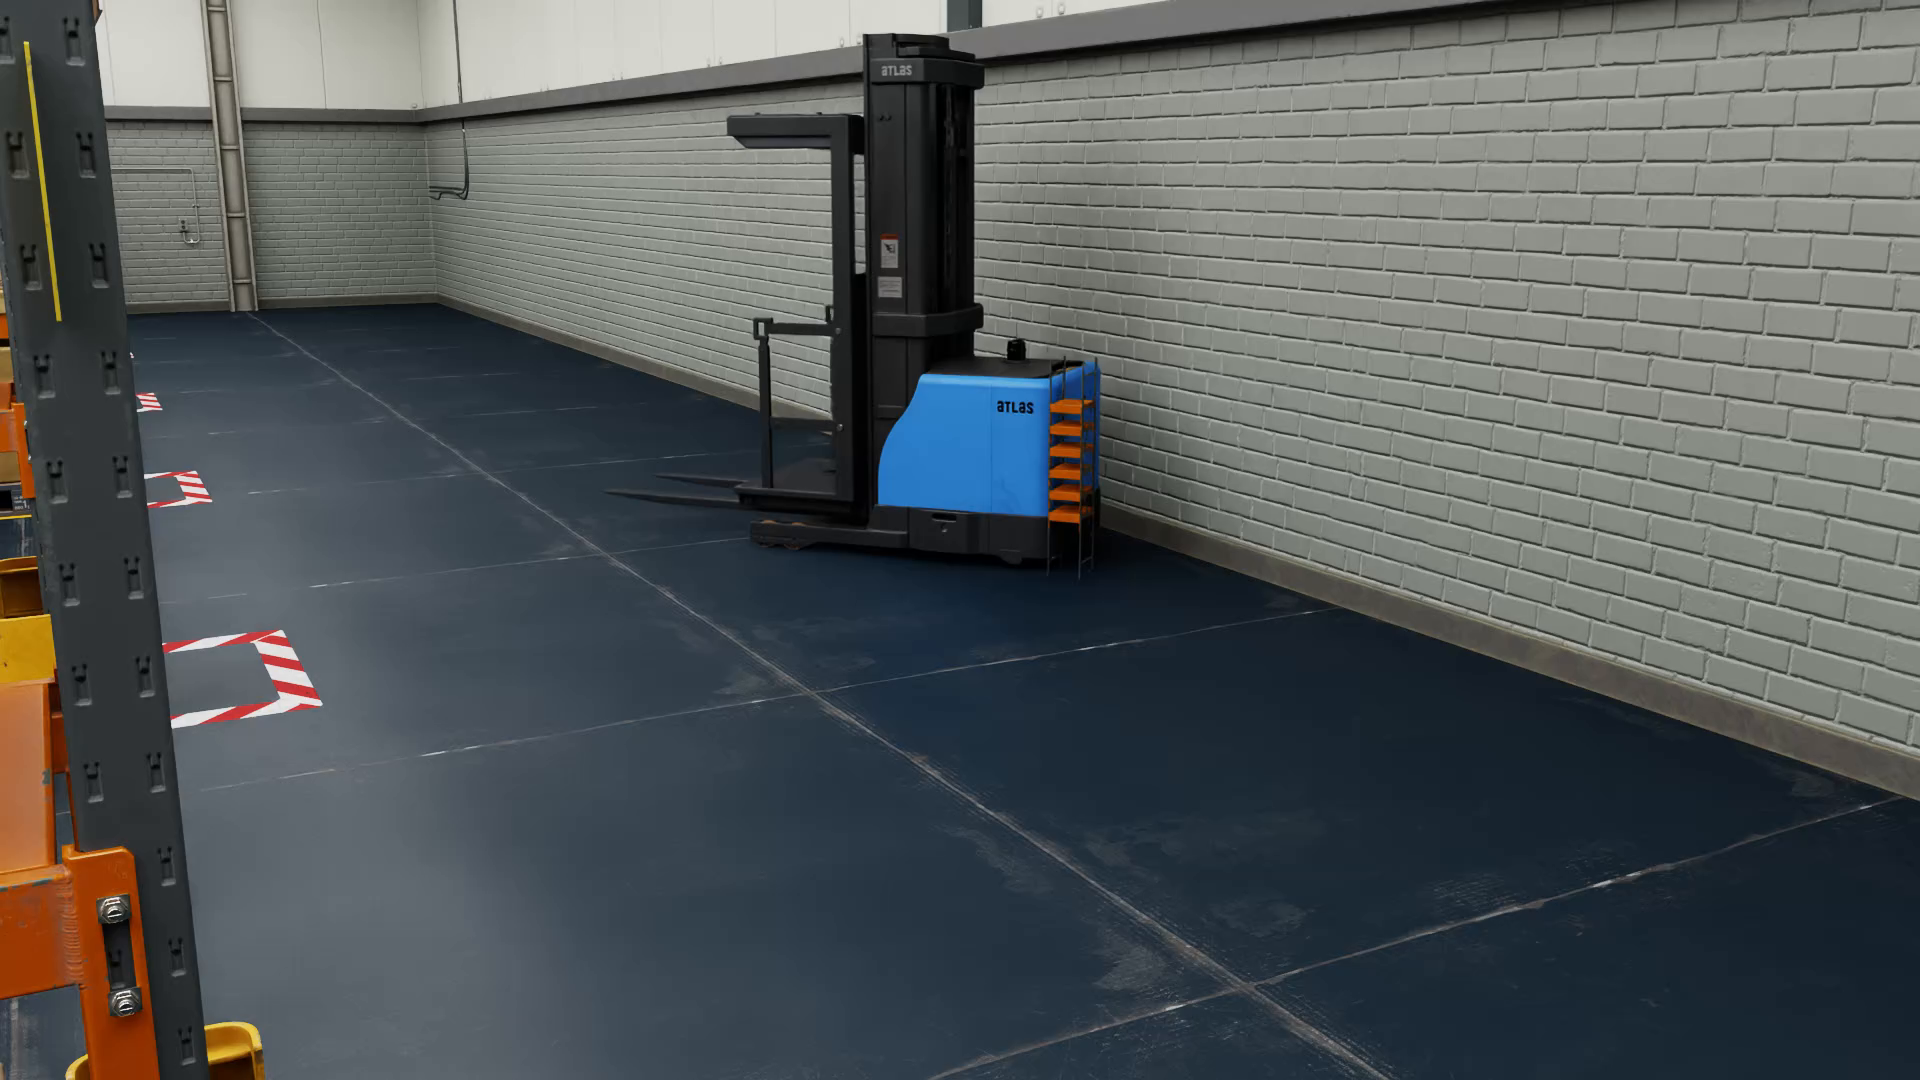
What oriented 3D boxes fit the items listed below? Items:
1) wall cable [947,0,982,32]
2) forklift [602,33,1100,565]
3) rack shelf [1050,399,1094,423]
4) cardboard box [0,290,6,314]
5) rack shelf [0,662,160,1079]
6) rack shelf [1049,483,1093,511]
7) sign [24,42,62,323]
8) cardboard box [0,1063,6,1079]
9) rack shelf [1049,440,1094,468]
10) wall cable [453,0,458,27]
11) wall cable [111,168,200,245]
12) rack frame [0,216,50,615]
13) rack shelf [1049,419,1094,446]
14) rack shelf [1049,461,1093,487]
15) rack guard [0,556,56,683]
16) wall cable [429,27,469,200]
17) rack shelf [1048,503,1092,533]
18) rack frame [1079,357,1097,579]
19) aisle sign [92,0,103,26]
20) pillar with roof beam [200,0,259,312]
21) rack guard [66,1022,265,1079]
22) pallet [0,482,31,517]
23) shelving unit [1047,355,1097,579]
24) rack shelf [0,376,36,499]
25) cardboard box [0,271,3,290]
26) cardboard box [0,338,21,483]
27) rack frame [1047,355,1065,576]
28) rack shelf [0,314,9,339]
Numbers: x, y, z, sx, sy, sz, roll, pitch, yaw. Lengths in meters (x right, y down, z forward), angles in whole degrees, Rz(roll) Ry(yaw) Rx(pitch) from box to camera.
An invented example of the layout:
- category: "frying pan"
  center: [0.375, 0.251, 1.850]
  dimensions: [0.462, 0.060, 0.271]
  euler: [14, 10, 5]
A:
- category: "wall cable"
  center: [0.509, -6.192, 9.801]
  dimensions: [0.120, 5.999, 2.277]
  euler: [-7, 14, -28]
- category: "forklift"
  center: [-0.719, -1.471, 9.968]
  dimensions: [3.031, 2.935, 1.130]
  euler: [5, 14, 20]
- category: "rack shelf"
  center: [0.618, -0.709, 9.088]
  dimensions: [0.180, 0.103, 0.258]
  euler: [5, 14, 22]
- category: "cardboard box"
  center: [-6.260, -1.542, 10.701]
  dimensions: [0.250, 0.149, 0.380]
  euler: [-7, 14, -27]
- category: "rack shelf"
  center: [-3.113, 0.706, 1.780]
  dimensions: [4.000, 0.370, 1.077]
  euler: [-7, 14, -28]
- category: "rack shelf"
  center: [0.618, -0.240, 9.194]
  dimensions: [0.180, 0.103, 0.258]
  euler: [5, 14, 22]
- category: "sign"
  center: [-1.109, -0.430, 2.011]
  dimensions: [0.005, 0.325, 0.100]
  euler: [-7, 14, -28]
- category: "cardboard box"
  center: [-1.888, 1.278, 2.476]
  dimensions: [0.875, 0.438, 0.875]
  euler: [-7, 15, -30]
- category: "rack shelf"
  center: [0.618, -0.475, 9.141]
  dimensions: [0.180, 0.103, 0.258]
  euler: [5, 14, 22]
- category: "wall cable"
  center: [-6.794, -8.510, 22.995]
  dimensions: [0.112, 2.526, 3.097]
  euler: [-7, 14, -28]
- category: "wall cable"
  center: [-12.555, -5.442, 25.143]
  dimensions: [1.851, 1.984, 0.084]
  euler: [-7, 14, -28]
- category: "rack frame"
  center: [-3.818, -0.799, 6.827]
  dimensions: [0.127, 3.000, 1.000]
  euler: [-7, 14, -28]
- category: "rack shelf"
  center: [0.618, -0.592, 9.115]
  dimensions: [0.180, 0.103, 0.258]
  euler: [5, 14, 22]
- category: "rack shelf"
  center: [0.618, -0.358, 9.167]
  dimensions: [0.180, 0.103, 0.258]
  euler: [5, 14, 22]
- category: "rack guard"
  center: [-3.884, 0.429, 7.066]
  dimensions: [0.348, 0.500, 1.175]
  euler: [-7, 14, -28]
- category: "wall cable"
  center: [-8.090, -6.567, 25.867]
  dimensions: [0.112, 2.526, 3.097]
  euler: [-7, 14, -28]
- category: "rack shelf"
  center: [0.618, -0.123, 9.220]
  dimensions: [0.180, 0.103, 0.258]
  euler: [5, 14, 22]
- category: "rack frame"
  center: [0.702, -0.393, 9.123]
  dimensions: [0.006, 1.200, 0.240]
  euler: [5, 14, 22]
- category: "aisle sign"
  center: [-1.145, -1.072, 2.118]
  dimensions: [0.004, 0.787, 0.394]
  euler: [-7, 14, -28]
- category: "pillar with roof beam"
  center: [-9.207, -7.177, 21.504]
  dimensions: [0.400, 9.000, 9.100]
  euler: [-7, 14, -28]
- category: "rack guard"
  center: [-1.336, 1.361, 2.921]
  dimensions: [0.348, 0.500, 1.175]
  euler: [-7, 14, -28]
- category: "pallet"
  center: [-6.770, -0.306, 10.987]
  dimensions: [1.213, 0.211, 1.003]
  euler: [-7, 14, -28]
- category: "shelving unit"
  center: [0.618, -0.401, 9.158]
  dimensions: [0.189, 1.200, 0.258]
  euler: [5, 14, 22]
- category: "rack shelf"
  center: [-5.573, -0.237, 5.971]
  dimensions: [4.000, 0.370, 1.077]
  euler: [-7, 14, -28]
- category: "cardboard box"
  center: [-6.404, -1.735, 10.652]
  dimensions: [0.500, 0.250, 0.500]
  euler: [-7, 15, -29]
- category: "cardboard box"
  center: [-6.629, -0.851, 10.941]
  dimensions: [0.875, 0.875, 0.875]
  euler: [-7, 14, -28]
- category: "rack frame"
  center: [0.533, -0.409, 9.192]
  dimensions: [0.006, 1.200, 0.240]
  euler: [5, 14, 22]
- category: "rack shelf"
  center: [-7.861, -1.204, 10.266]
  dimensions: [4.000, 0.370, 1.077]
  euler: [-7, 14, -28]
